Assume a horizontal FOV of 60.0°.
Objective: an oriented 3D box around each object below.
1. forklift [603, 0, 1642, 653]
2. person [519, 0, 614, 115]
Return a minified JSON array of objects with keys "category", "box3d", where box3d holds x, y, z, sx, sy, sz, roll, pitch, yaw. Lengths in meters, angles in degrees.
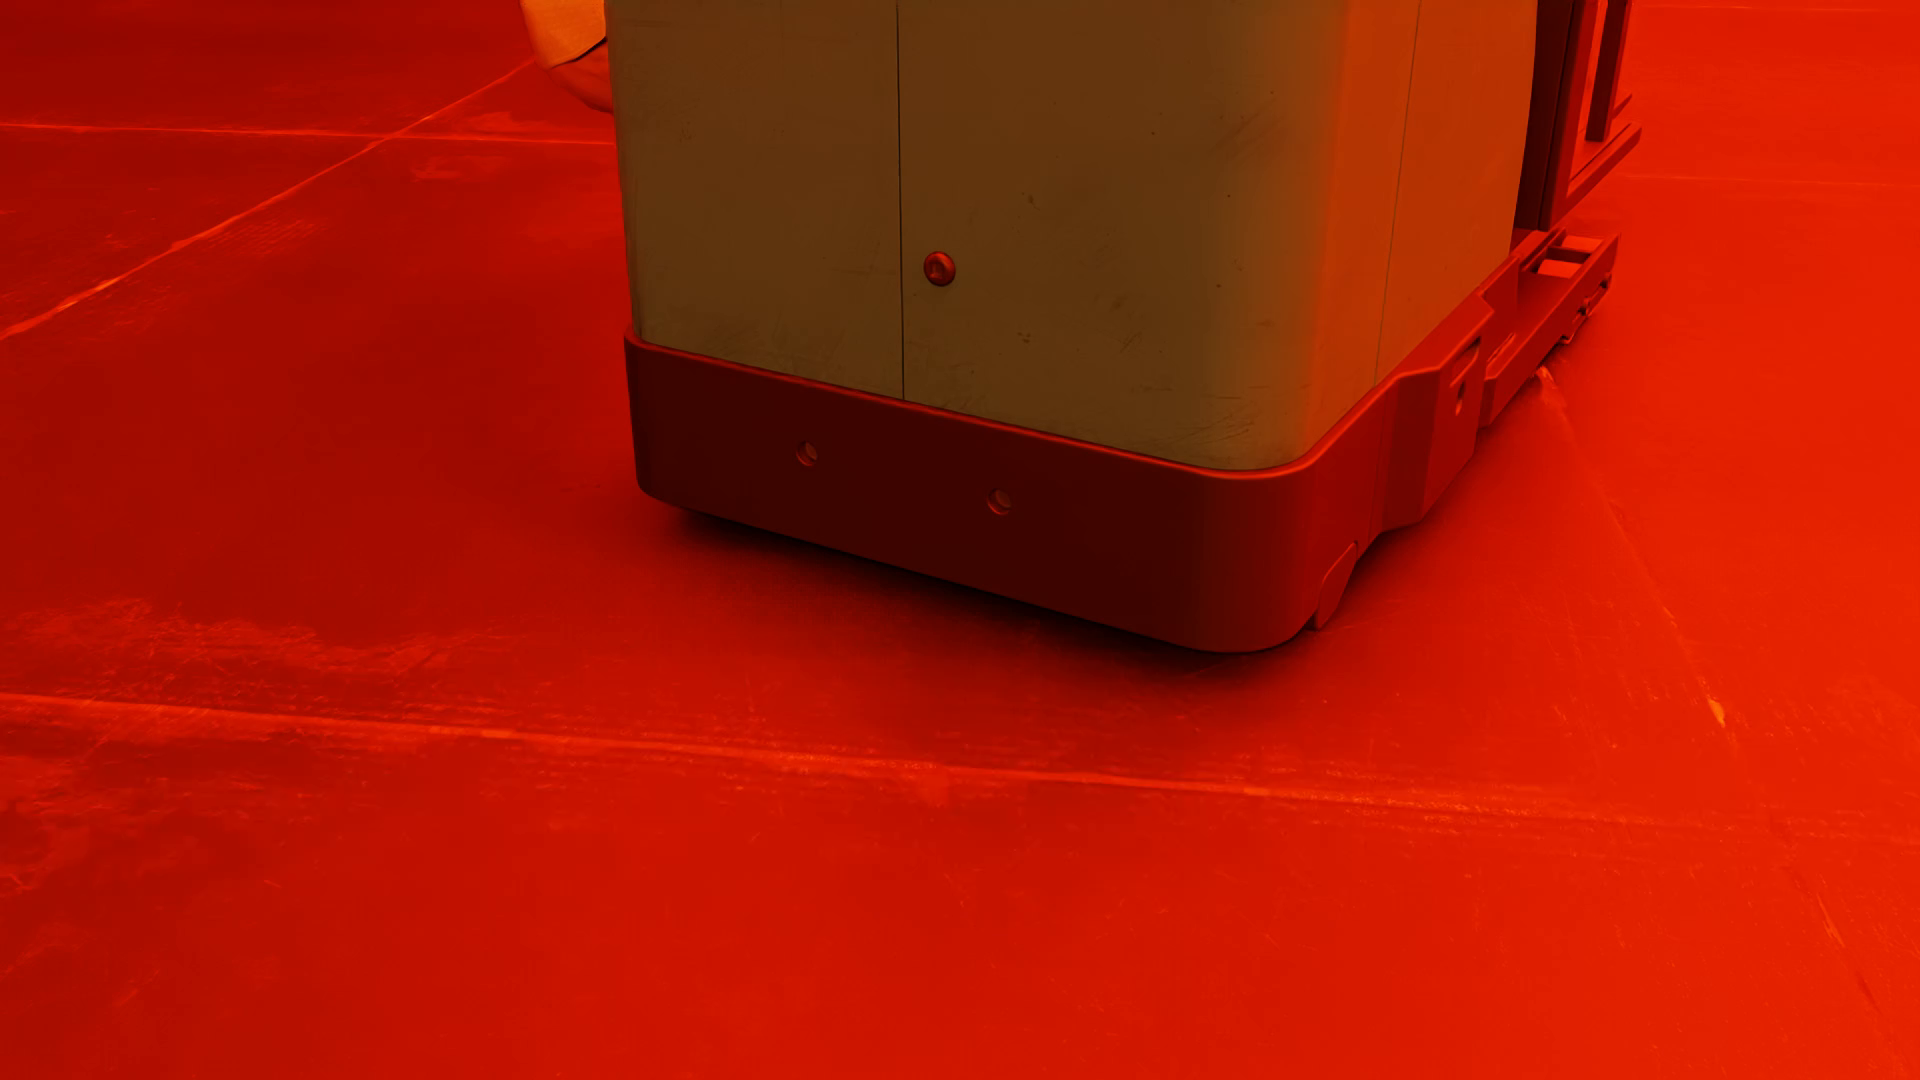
[{"category":"forklift","box3d":[0.695,-1.789,2.804,1.130,2.935,3.031,15,30,27]},{"category":"person","box3d":[-0.317,-0.893,2.739,0.820,1.461,0.728,-4,27,-7]}]
